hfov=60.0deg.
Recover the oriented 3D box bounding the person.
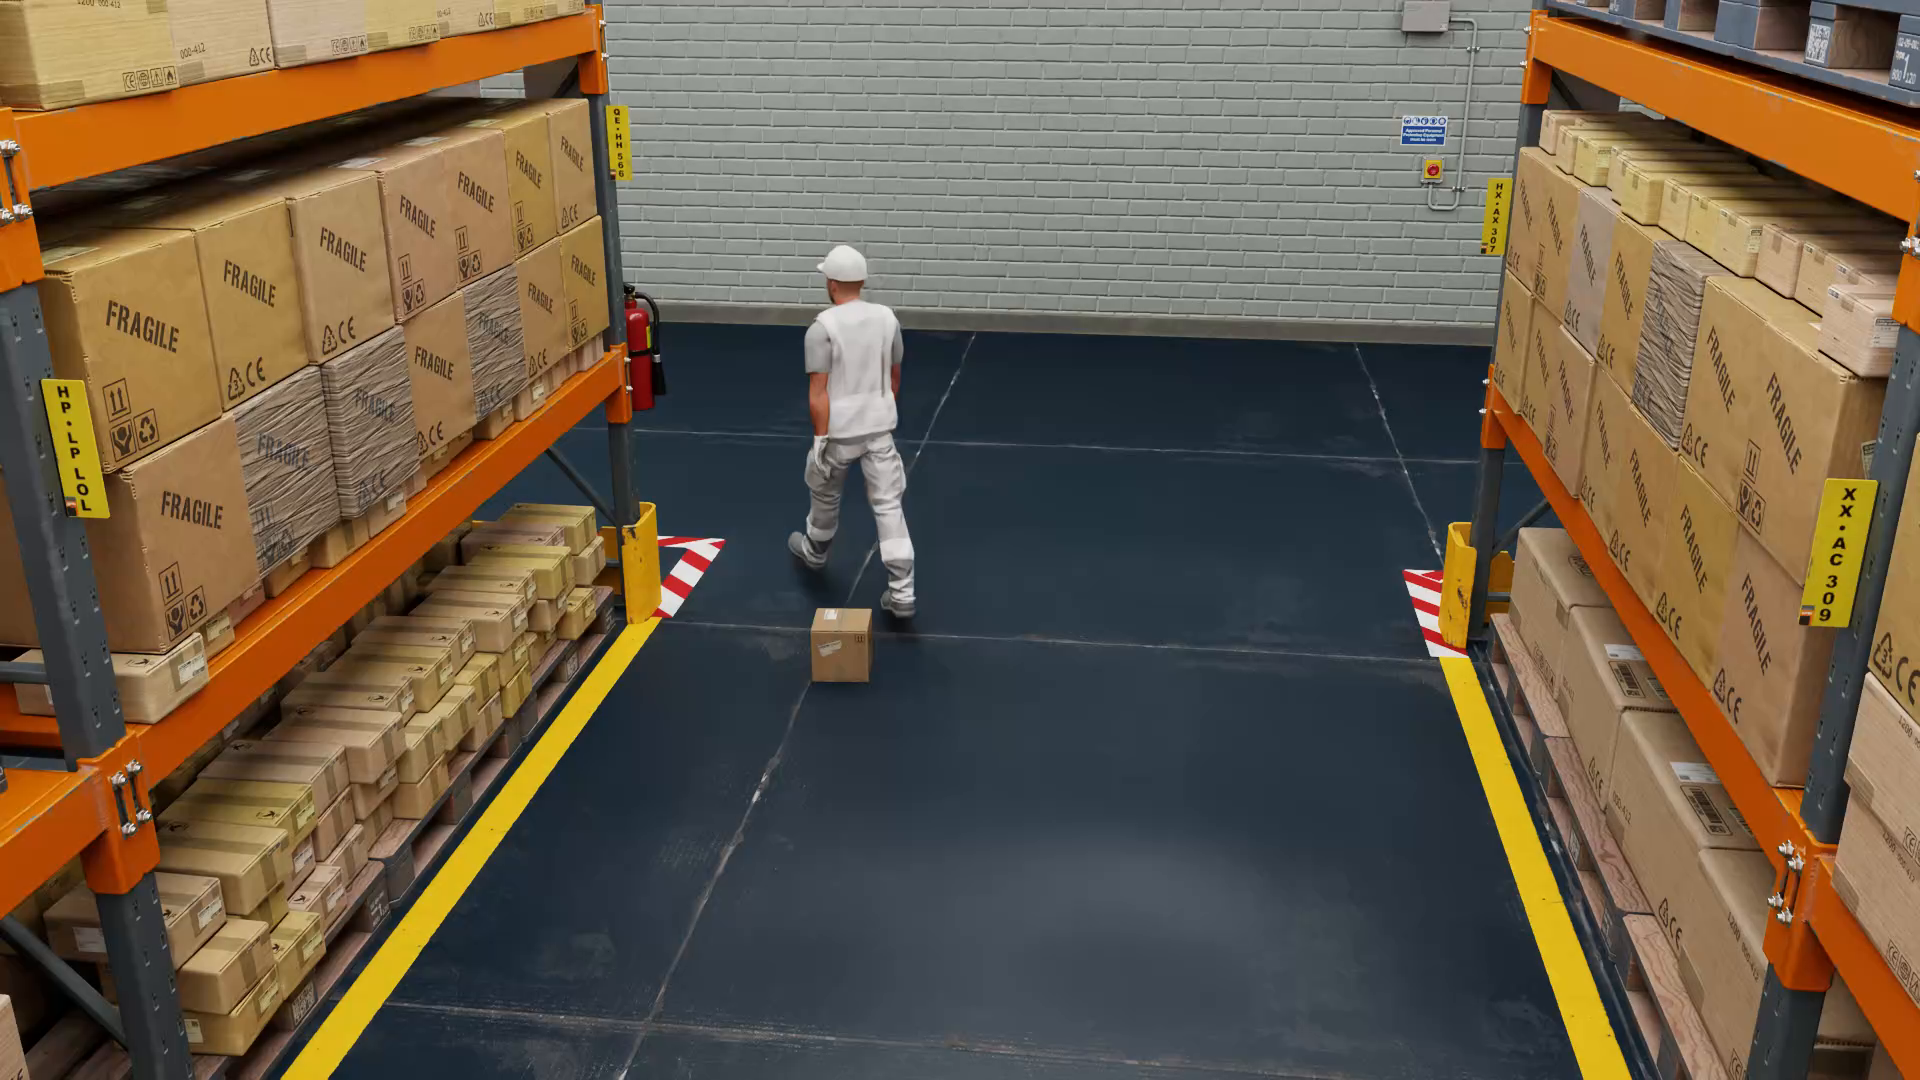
[{"bbox_3d":[-0.523,-0.560,8.009,0.541,1.713,1.146,-10,23,-23],"label":"person"}]
